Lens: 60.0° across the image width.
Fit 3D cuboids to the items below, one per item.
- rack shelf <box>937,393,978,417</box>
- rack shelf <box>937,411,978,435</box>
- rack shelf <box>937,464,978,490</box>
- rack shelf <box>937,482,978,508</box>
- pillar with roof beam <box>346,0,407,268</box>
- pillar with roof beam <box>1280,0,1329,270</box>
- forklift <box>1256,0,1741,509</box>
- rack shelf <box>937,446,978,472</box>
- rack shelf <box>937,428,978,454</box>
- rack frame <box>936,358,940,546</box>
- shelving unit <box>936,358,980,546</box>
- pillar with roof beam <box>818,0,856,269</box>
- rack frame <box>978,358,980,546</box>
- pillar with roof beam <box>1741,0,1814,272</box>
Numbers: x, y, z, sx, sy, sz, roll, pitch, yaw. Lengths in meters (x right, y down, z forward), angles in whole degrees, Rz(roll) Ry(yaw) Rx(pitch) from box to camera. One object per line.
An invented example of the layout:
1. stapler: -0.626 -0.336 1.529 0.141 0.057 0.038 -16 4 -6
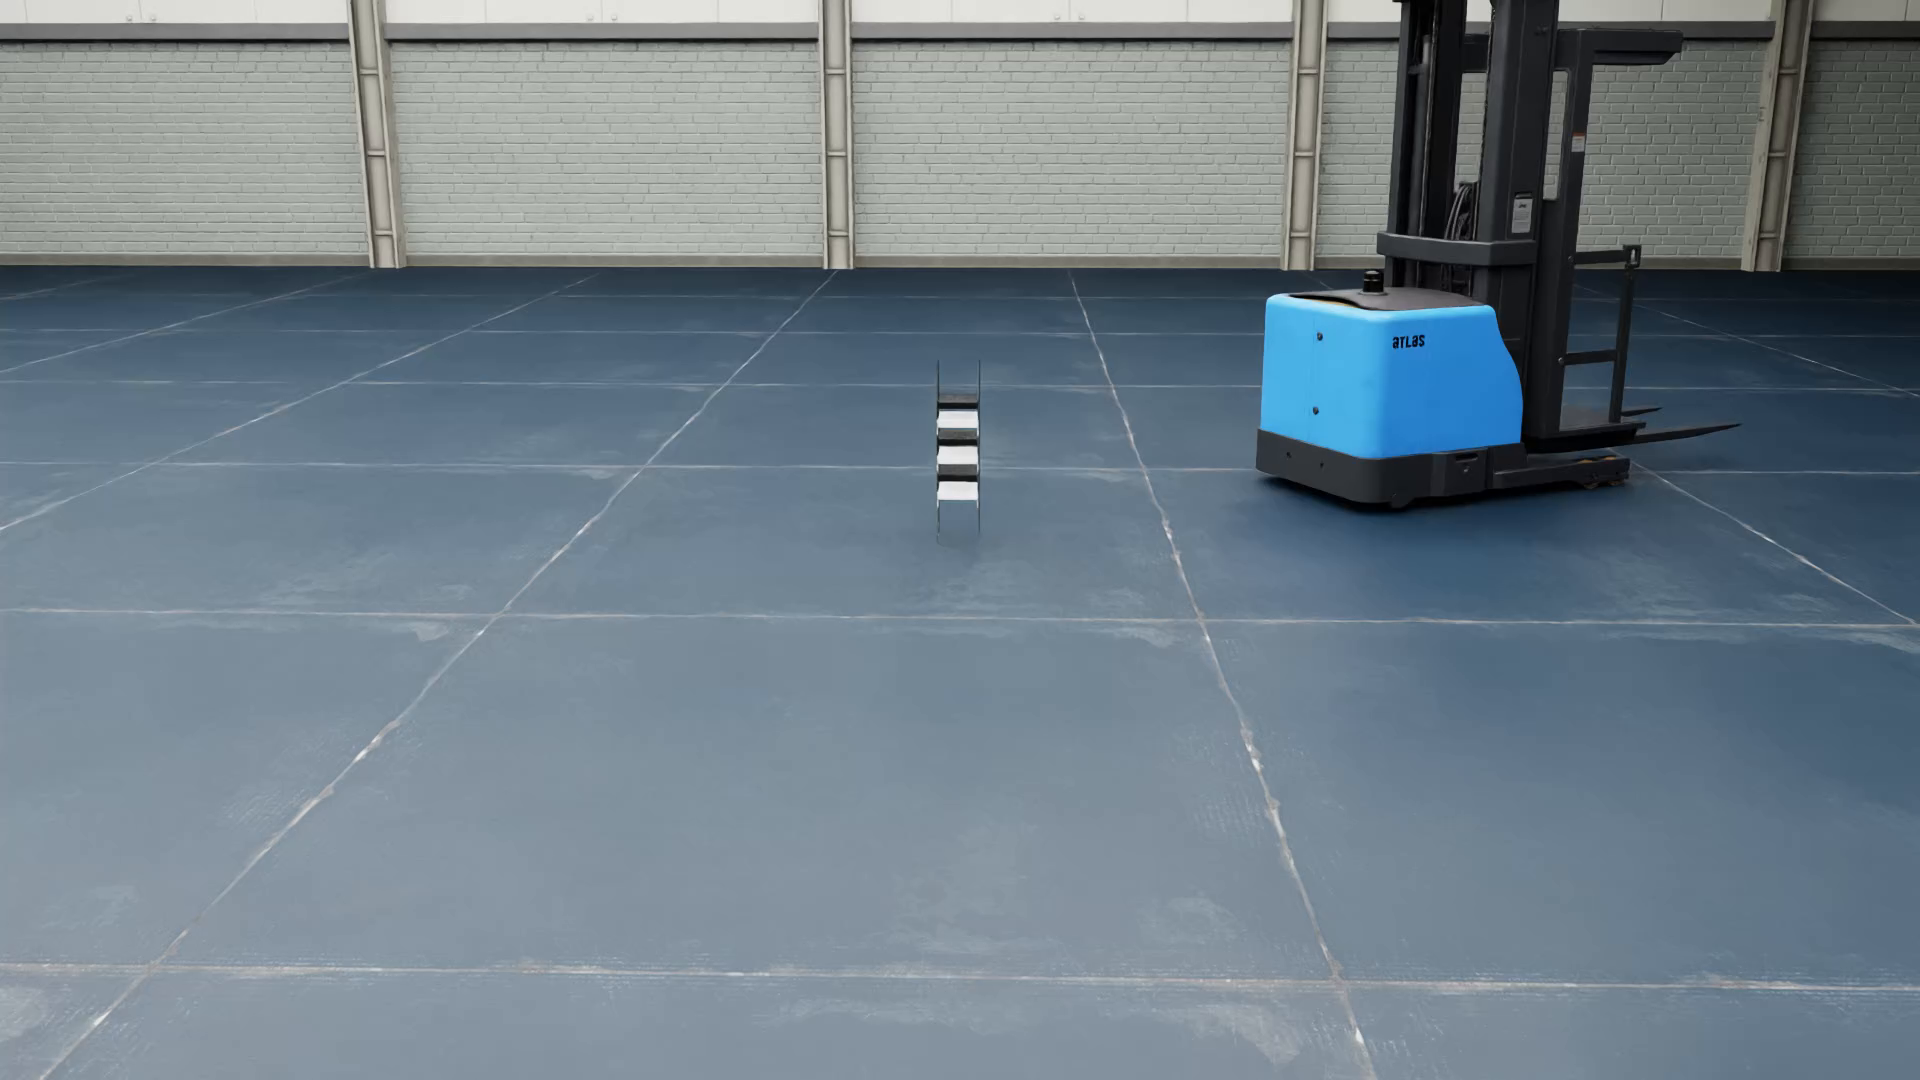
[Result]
1. rack shelf: -0.008 -0.664 8.165 0.200 0.077 0.258 0 15 1
2. rack shelf: -0.008 -0.577 8.188 0.200 0.077 0.258 0 15 1
3. rack shelf: -0.008 -0.316 8.257 0.200 0.077 0.258 0 15 1
4. rack shelf: -0.008 -0.229 8.280 0.200 0.077 0.258 0 15 1
5. pillar with roof beam: -7.695 -6.879 16.772 0.400 9.000 9.100 0 15 1
6. pillar with roof beam: 4.302 -6.800 16.475 0.400 9.000 9.100 0 15 1
7. forklift: 3.268 -1.820 9.495 3.031 2.935 1.130 -7 16 -25
8. rack shelf: -0.008 -0.403 8.234 0.200 0.077 0.258 0 15 1
9. rack shelf: -0.008 -0.490 8.211 0.200 0.077 0.258 0 15 1
10. rack frame: -0.110 -0.436 8.228 0.006 0.900 0.240 0 15 1
11. shelving unit: -0.008 -0.435 8.225 0.210 0.900 0.258 0 15 1
12. pillar with roof beam: -1.697 -6.839 16.623 0.400 9.000 9.100 0 15 1
13. rack frame: 0.094 -0.435 8.223 0.006 0.900 0.240 0 15 1
14. pillar with roof beam: 10.300 -6.761 16.327 0.400 9.000 9.100 0 15 1
